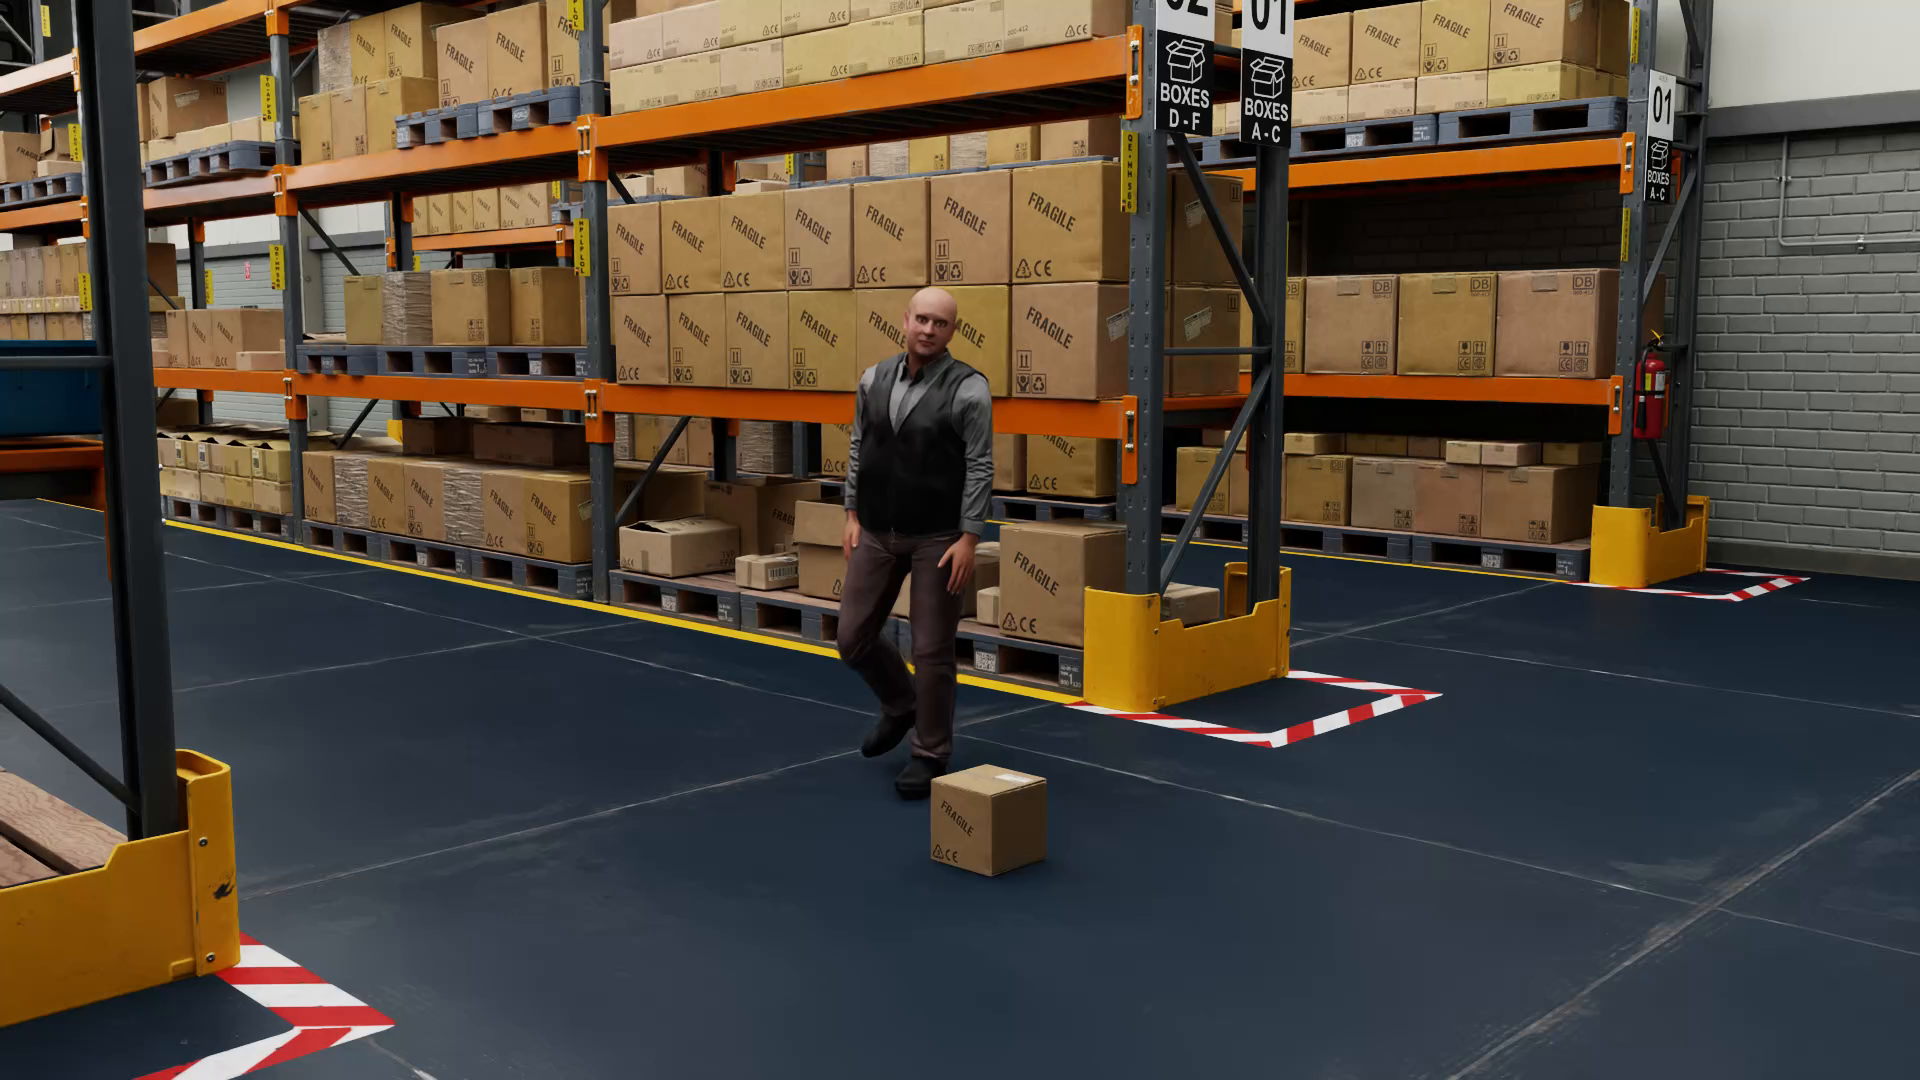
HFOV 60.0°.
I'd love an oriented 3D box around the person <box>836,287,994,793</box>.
[{"bbox_3d":[-0.127,-0.008,5.787,0.584,1.720,0.497,4,8,28],"label":"person"}]
